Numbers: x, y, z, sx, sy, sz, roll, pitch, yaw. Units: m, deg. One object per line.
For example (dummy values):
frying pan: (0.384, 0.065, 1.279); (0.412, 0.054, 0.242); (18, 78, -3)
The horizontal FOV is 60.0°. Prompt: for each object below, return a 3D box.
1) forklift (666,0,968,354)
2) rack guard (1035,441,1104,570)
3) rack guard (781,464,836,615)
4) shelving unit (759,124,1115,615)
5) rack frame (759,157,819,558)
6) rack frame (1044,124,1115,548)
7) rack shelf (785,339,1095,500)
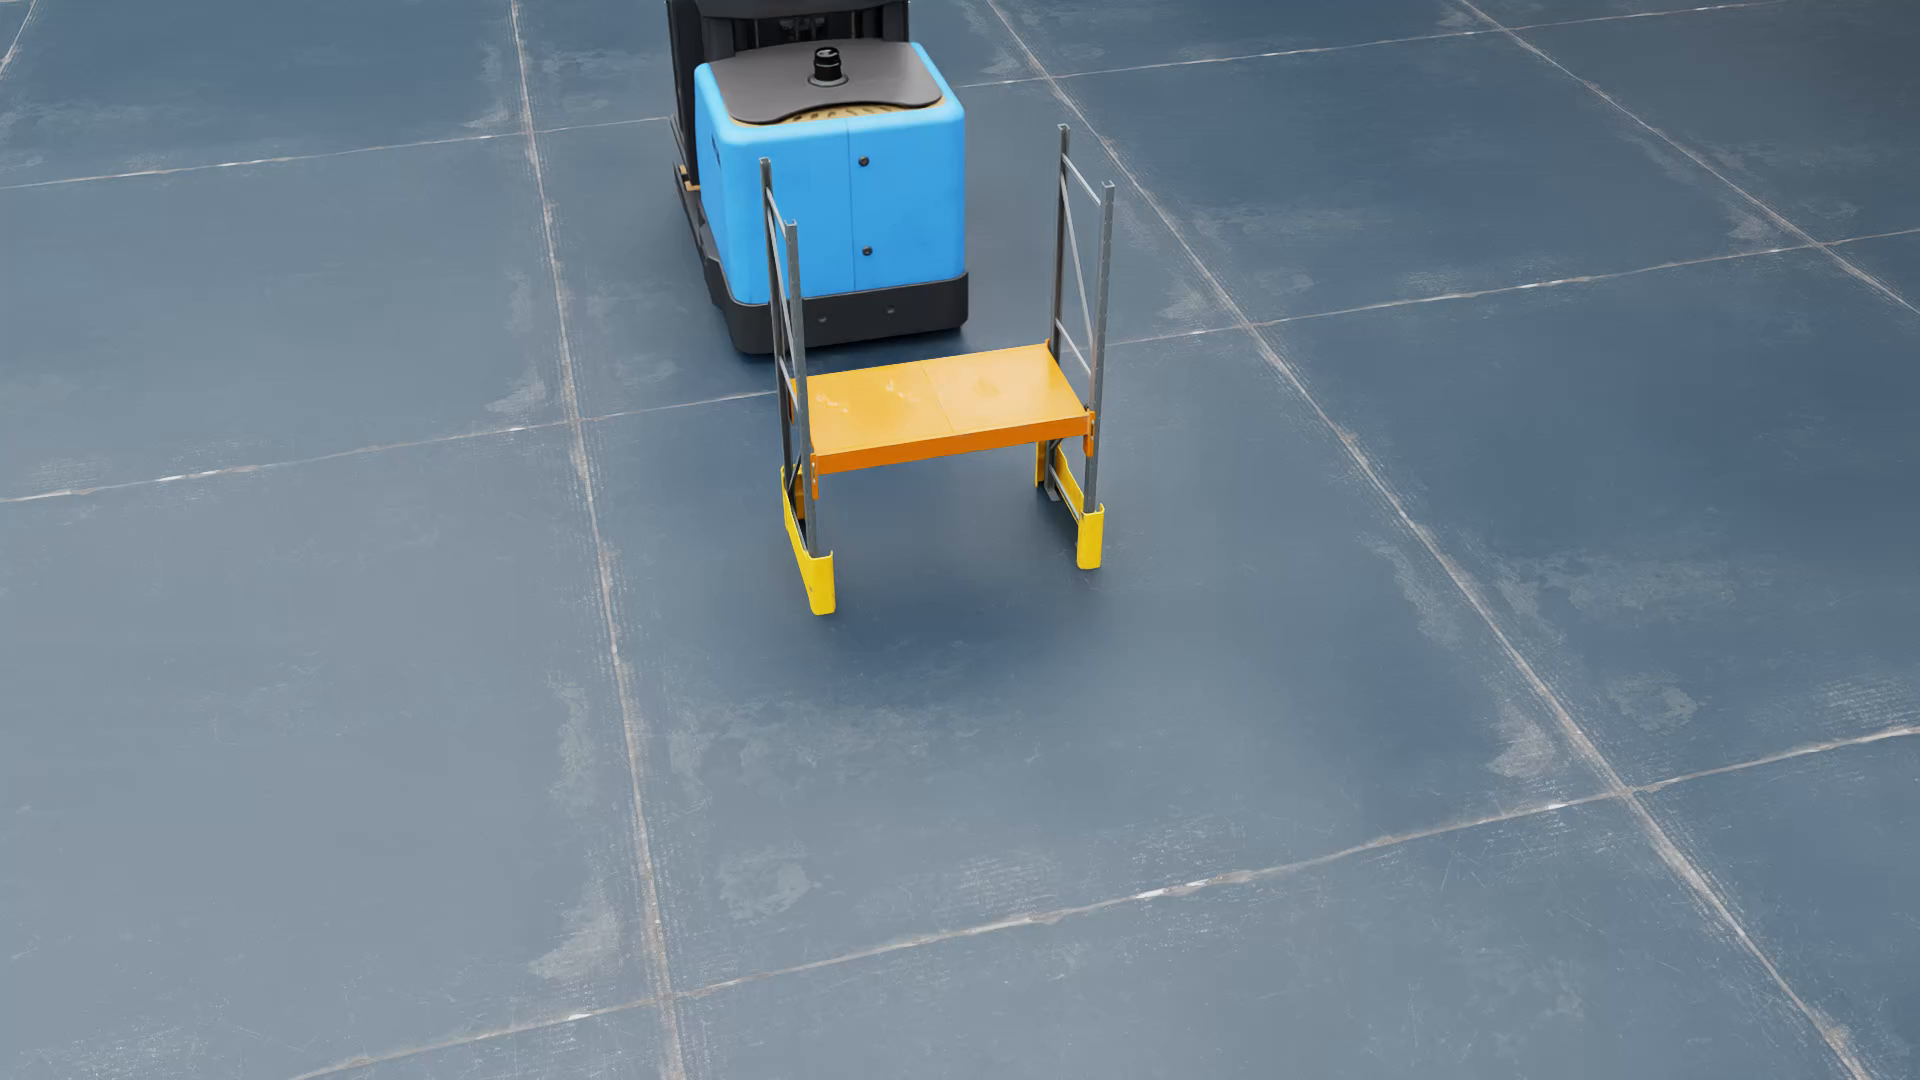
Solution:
forklift: (-0.841, -2.864, 7.582); (1.130, 2.935, 3.031); (-9, 38, -12)
rack guard: (0.407, -0.166, 6.261); (0.087, 0.250, 0.587); (-9, 38, -12)
rack guard: (-0.554, -0.008, 6.055); (0.087, 0.250, 0.587); (-9, 38, -12)
shelving unit: (-0.074, -0.584, 5.779); (1.083, 1.500, 0.587); (-9, 38, -12)
rack frame: (-0.573, -0.502, 5.671); (0.032, 1.500, 0.500); (-9, 38, -12)
rack frame: (0.408, -0.663, 5.882); (0.032, 1.500, 0.500); (-9, 38, -12)
rack shelf: (-0.082, -0.439, 5.886); (1.000, 0.185, 0.538); (-9, 38, -12)
